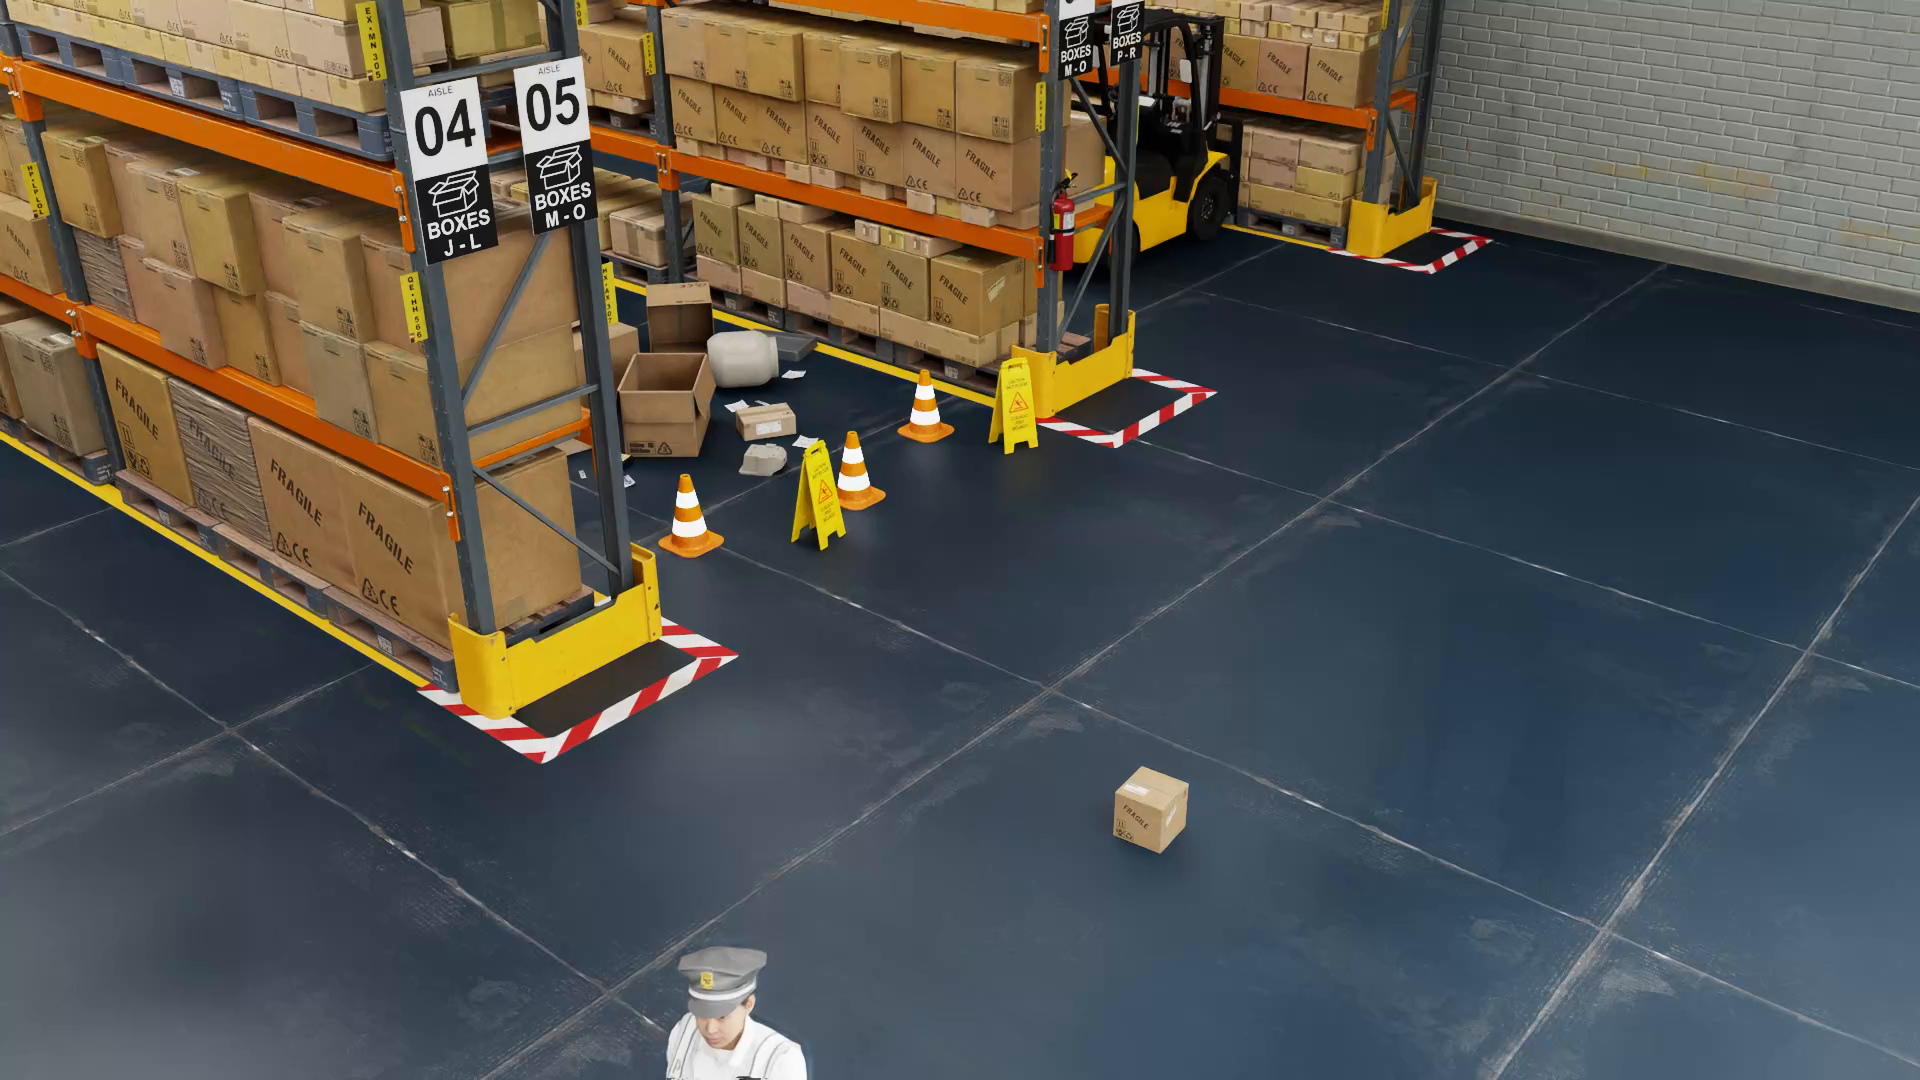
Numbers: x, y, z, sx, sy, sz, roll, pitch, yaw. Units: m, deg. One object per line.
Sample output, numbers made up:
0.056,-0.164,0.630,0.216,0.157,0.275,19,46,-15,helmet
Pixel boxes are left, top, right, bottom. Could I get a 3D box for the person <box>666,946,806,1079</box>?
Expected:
-0.636,1.879,4.944,0.487,1.677,0.596,11,29,19,person
